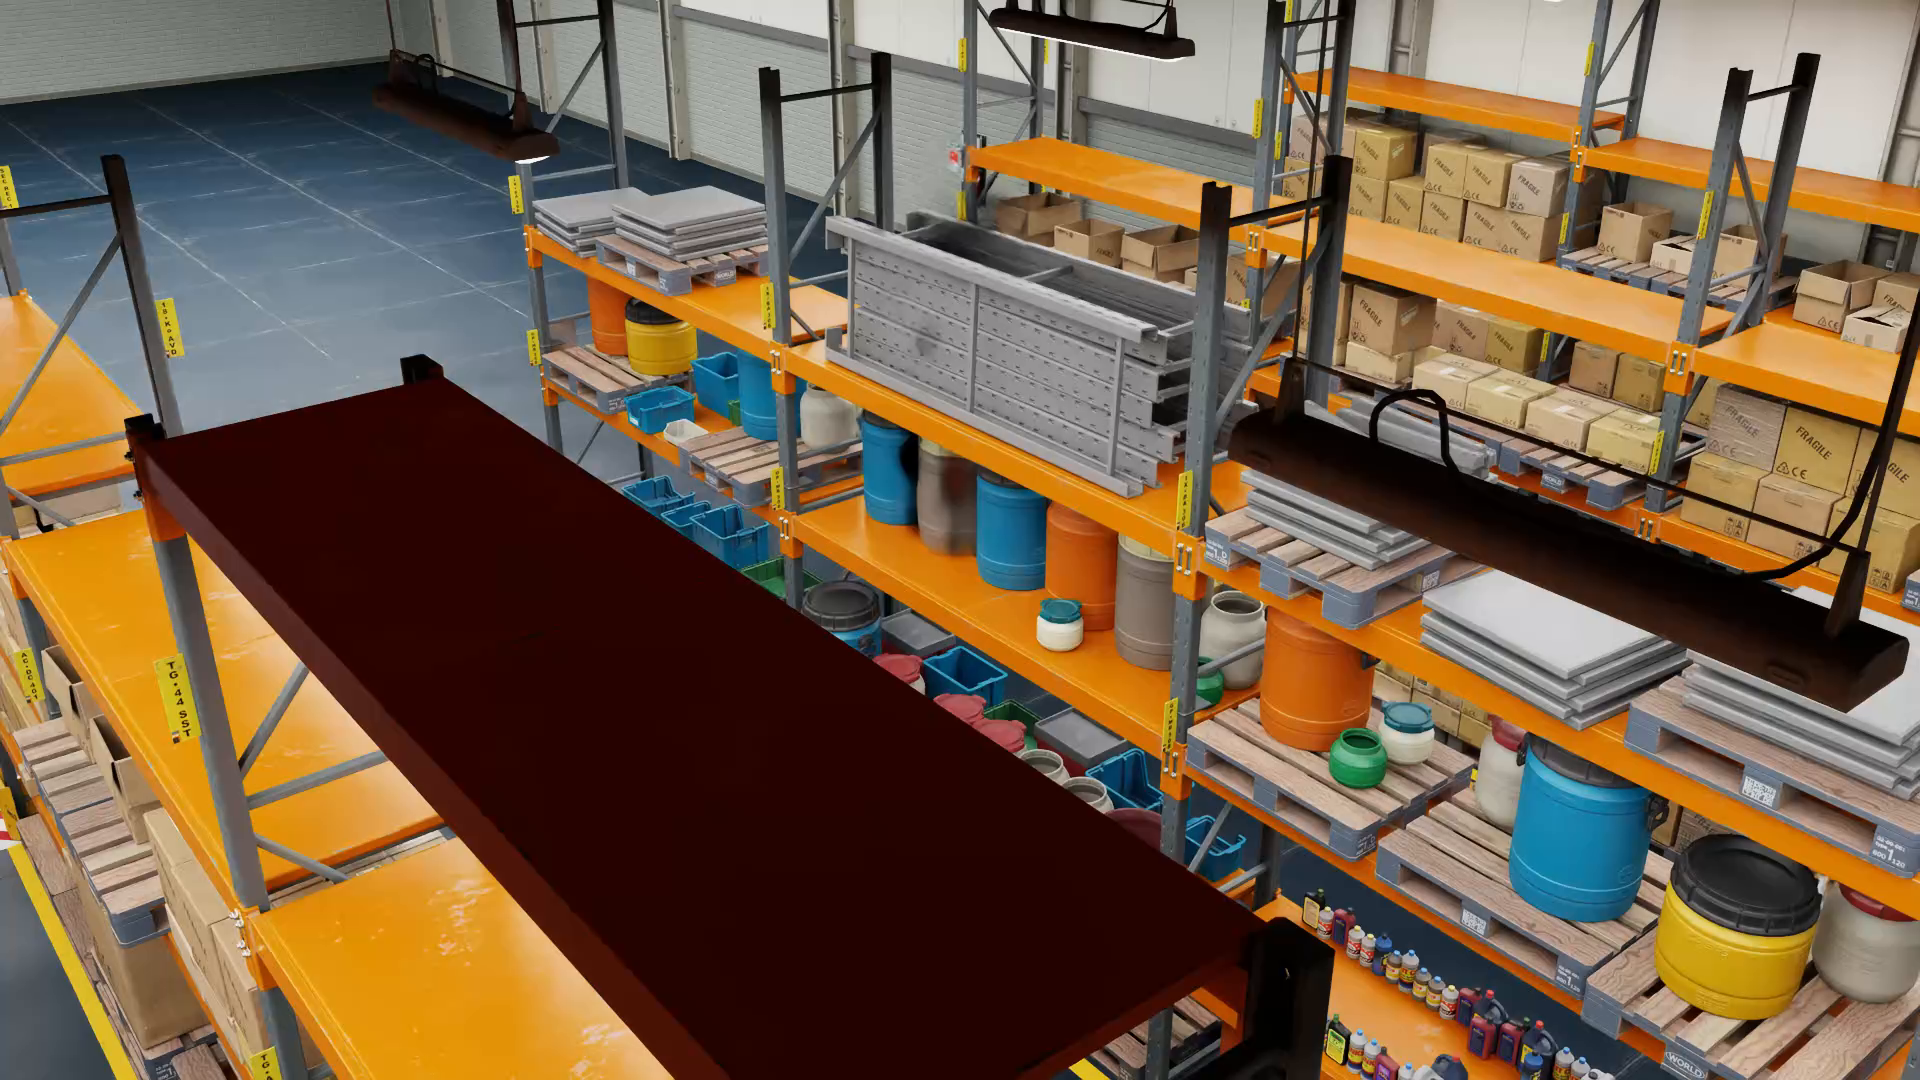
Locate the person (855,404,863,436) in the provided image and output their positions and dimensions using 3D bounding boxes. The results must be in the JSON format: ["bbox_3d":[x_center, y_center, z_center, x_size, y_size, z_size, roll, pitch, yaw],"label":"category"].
[{"bbox_3d":[-1.074,-1.712,19.893,0.866,1.695,0.575,-1,26,-3],"label":"person"}]

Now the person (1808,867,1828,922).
[{"bbox_3d":[5.347,2.659,10.768,0.856,1.771,0.657,19,32,34],"label":"person"}]
